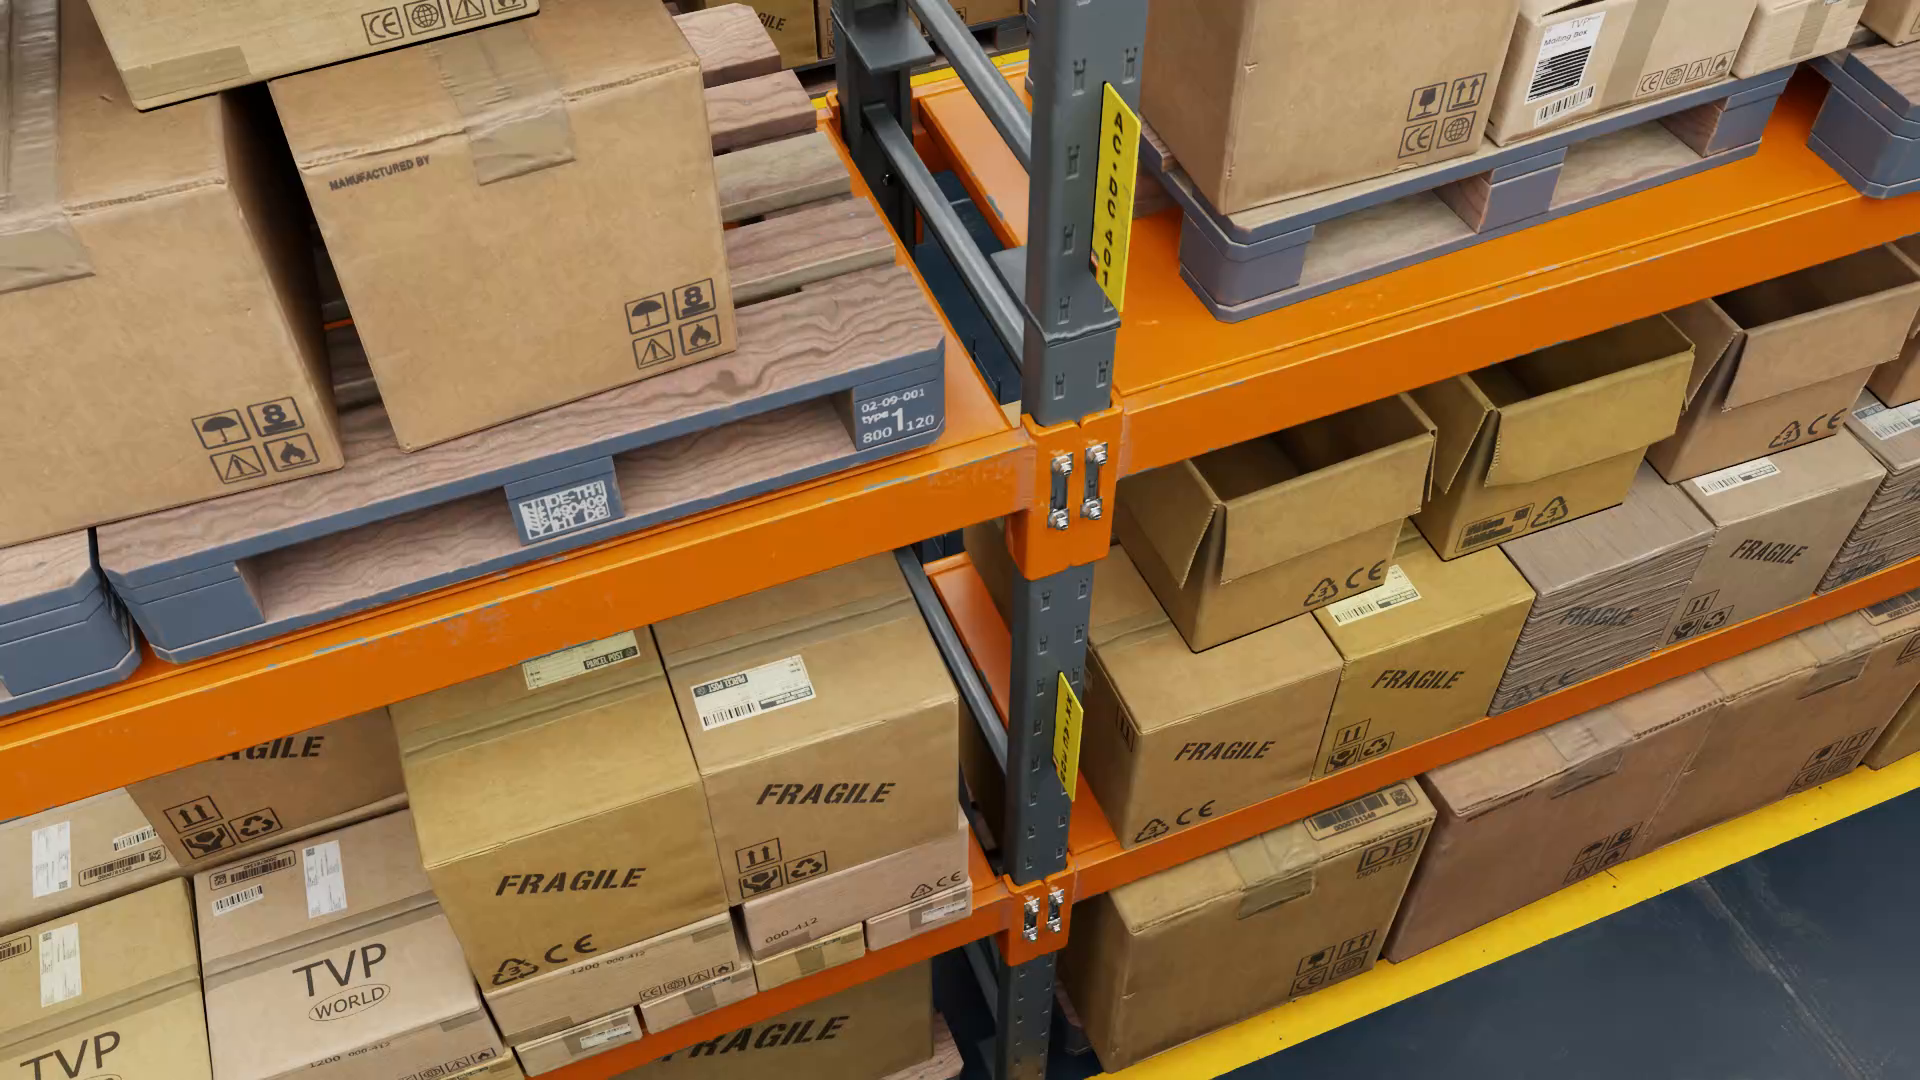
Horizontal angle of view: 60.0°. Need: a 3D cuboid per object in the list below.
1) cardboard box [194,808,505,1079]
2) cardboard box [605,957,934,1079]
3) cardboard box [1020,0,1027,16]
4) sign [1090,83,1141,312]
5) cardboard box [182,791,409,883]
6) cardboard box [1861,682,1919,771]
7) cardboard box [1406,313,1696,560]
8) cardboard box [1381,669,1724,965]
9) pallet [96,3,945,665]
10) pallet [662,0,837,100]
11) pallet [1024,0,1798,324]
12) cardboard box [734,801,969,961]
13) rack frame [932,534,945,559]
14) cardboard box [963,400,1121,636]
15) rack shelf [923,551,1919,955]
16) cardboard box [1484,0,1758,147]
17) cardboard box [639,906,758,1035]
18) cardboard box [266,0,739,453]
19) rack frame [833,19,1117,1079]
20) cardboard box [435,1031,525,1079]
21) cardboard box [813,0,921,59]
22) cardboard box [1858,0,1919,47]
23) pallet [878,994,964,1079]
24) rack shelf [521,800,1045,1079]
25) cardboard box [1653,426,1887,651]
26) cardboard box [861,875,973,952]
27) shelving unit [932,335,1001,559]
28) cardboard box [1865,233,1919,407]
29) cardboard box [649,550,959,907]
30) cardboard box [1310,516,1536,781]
[{"bbox_3d":[-1.258,0.874,3.425,0.500,0.250,0.500,-16,51,-14],"label":"cardboard box"},{"bbox_3d":[-0.639,1.003,4.535,0.875,0.875,0.875,-17,52,-14],"label":"cardboard box"},{"bbox_3d":[0.447,-2.986,8.208,0.500,0.500,0.500,-19,52,-16],"label":"cardboard box"},{"bbox_3d":[0.213,-0.468,2.304,0.005,0.325,0.100,-17,52,-14],"label":"sign"},{"bbox_3d":[-1.472,0.509,3.739,0.500,0.250,0.500,-16,51,-13],"label":"cardboard box"},{"bbox_3d":[3.058,-0.094,5.478,0.875,0.875,1.225,-19,52,-16],"label":"cardboard box"},{"bbox_3d":[1.230,-0.423,3.909,0.637,0.503,0.797,-17,51,-14],"label":"cardboard box"},{"bbox_3d":[1.414,0.415,5.040,0.875,0.875,1.225,-19,52,-15],"label":"cardboard box"},{"bbox_3d":[-0.759,-0.407,2.703,1.213,0.211,1.003,-17,52,-14],"label":"pallet"},{"bbox_3d":[-1.060,-2.514,8.270,1.213,0.211,1.003,-17,52,-14],"label":"pallet"},{"bbox_3d":[0.832,-0.898,3.193,1.217,0.209,0.805,-19,52,-16],"label":"pallet"},{"bbox_3d":[-0.308,0.577,3.680,0.500,0.250,0.500,-18,52,-15],"label":"cardboard box"},{"bbox_3d":[-0.102,-0.262,5.882,0.006,0.900,0.240,-17,52,-14],"label":"rack frame"},{"bbox_3d":[0.332,-0.044,4.245,0.500,0.500,0.500,-17,51,-14],"label":"cardboard box"},{"bbox_3d":[1.854,-0.025,4.768,4.000,0.370,1.077,-17,52,-14],"label":"rack shelf"},{"bbox_3d":[1.052,-1.022,2.955,0.500,0.311,0.500,-19,52,-15],"label":"cardboard box"},{"bbox_3d":[-0.632,0.861,3.699,0.250,0.149,0.380,-18,52,-15],"label":"cardboard box"},{"bbox_3d":[-0.700,-0.598,2.401,0.500,0.500,0.700,-20,52,-16],"label":"cardboard box"},{"bbox_3d":[0.002,0.314,4.003,0.127,3.000,1.000,-17,52,-14],"label":"rack frame"},{"bbox_3d":[-1.109,1.009,3.572,0.250,0.149,0.380,-16,51,-14],"label":"cardboard box"},{"bbox_3d":[-0.506,-2.699,7.962,0.500,0.500,0.500,-15,51,-13],"label":"cardboard box"},{"bbox_3d":[1.822,-1.380,3.136,0.637,0.503,0.797,-18,52,-15],"label":"cardboard box"},{"bbox_3d":[-0.732,1.386,4.921,1.213,0.211,1.003,-17,52,-14],"label":"pallet"},{"bbox_3d":[-1.850,1.122,3.783,4.000,0.370,1.077,-17,52,-14],"label":"rack shelf"},{"bbox_3d":[1.927,-0.115,4.305,0.500,0.500,0.500,-16,51,-14],"label":"cardboard box"},{"bbox_3d":[-0.156,0.714,3.826,0.250,0.149,0.380,-17,51,-14],"label":"cardboard box"},{"bbox_3d":[-0.008,-0.291,5.907,0.210,0.900,0.258,-17,52,-14],"label":"shelving unit"},{"bbox_3d":[2.418,-0.809,4.241,0.637,0.503,0.797,-16,51,-13],"label":"cardboard box"},{"bbox_3d":[-0.322,0.342,3.388,0.500,0.500,0.500,-16,51,-13],"label":"cardboard box"},{"bbox_3d":[0.987,0.180,4.052,0.500,0.500,0.500,-17,51,-14],"label":"cardboard box"}]
